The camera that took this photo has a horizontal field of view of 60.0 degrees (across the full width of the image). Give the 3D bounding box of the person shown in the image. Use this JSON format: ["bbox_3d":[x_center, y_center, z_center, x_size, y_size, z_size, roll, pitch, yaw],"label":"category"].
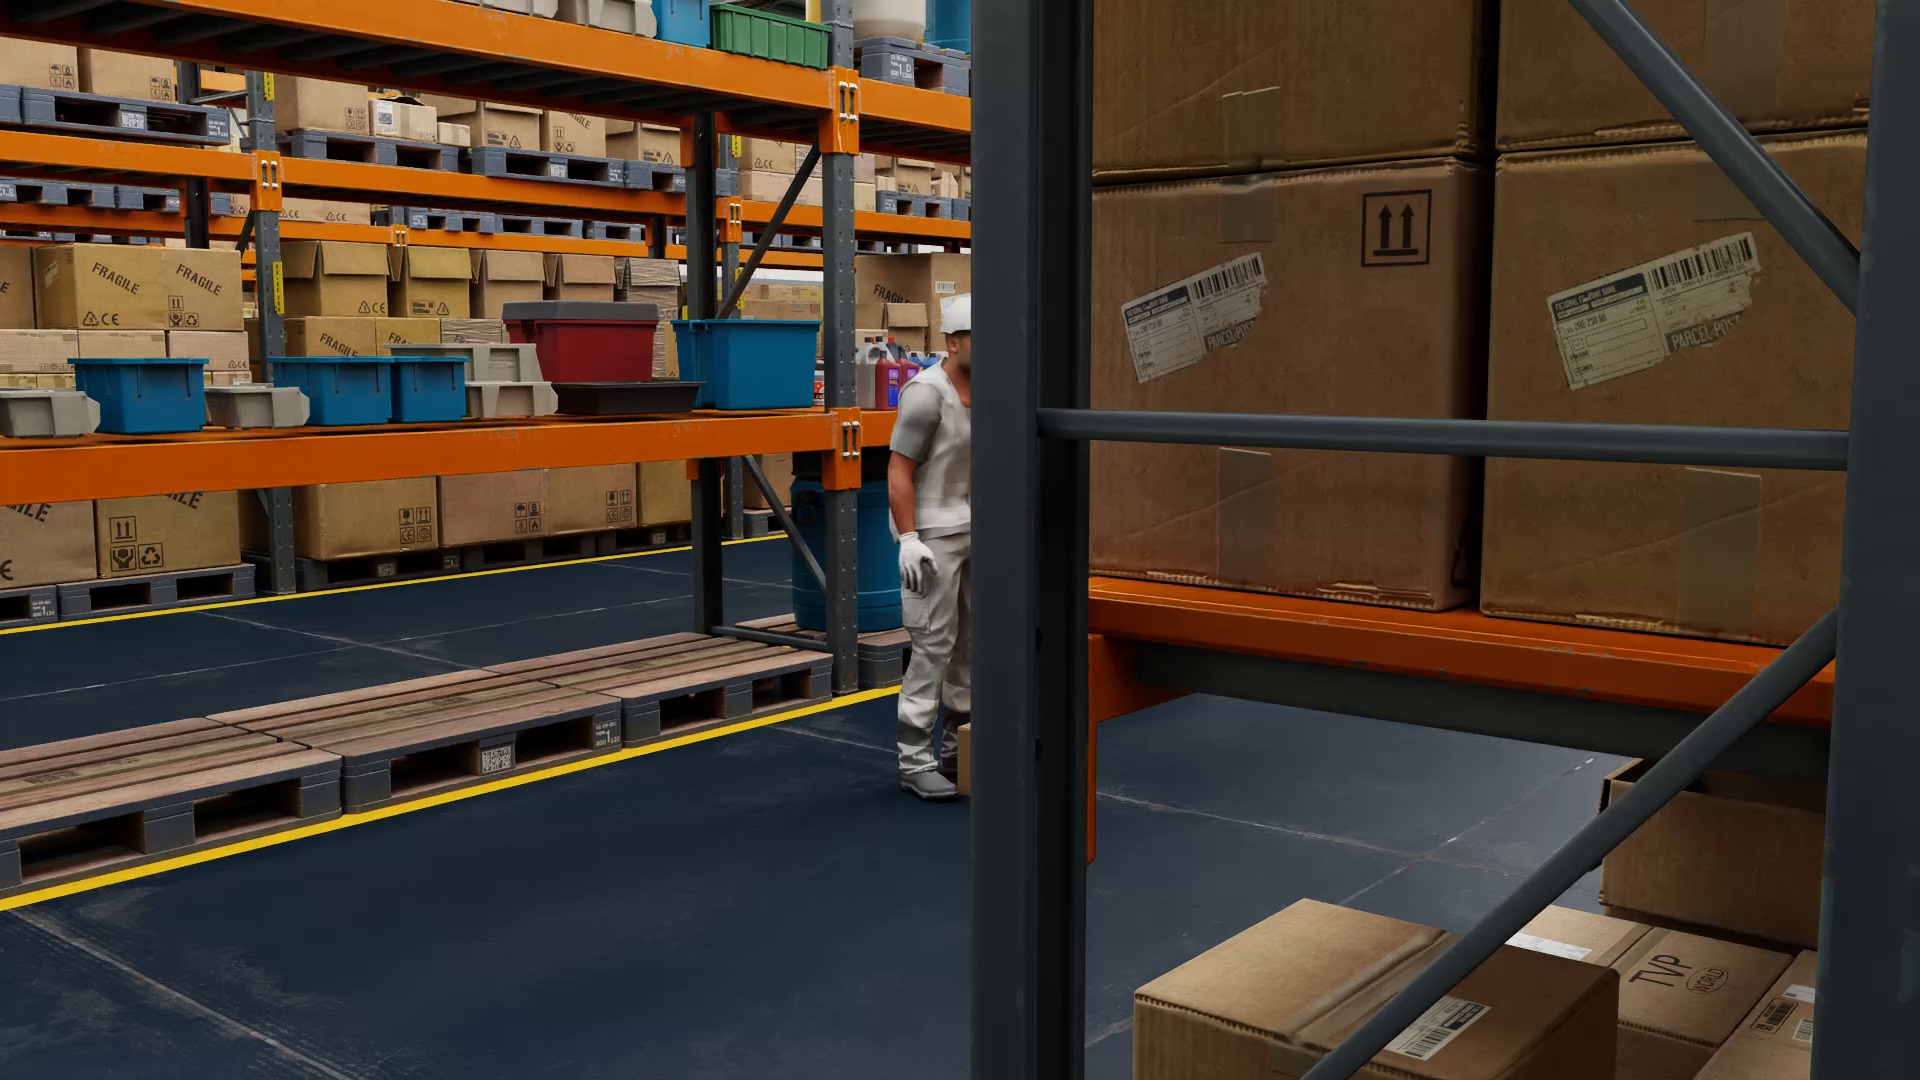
[{"bbox_3d":[-0.019,0.014,6.040,0.449,1.779,0.609,5,8,39],"label":"person"}]
